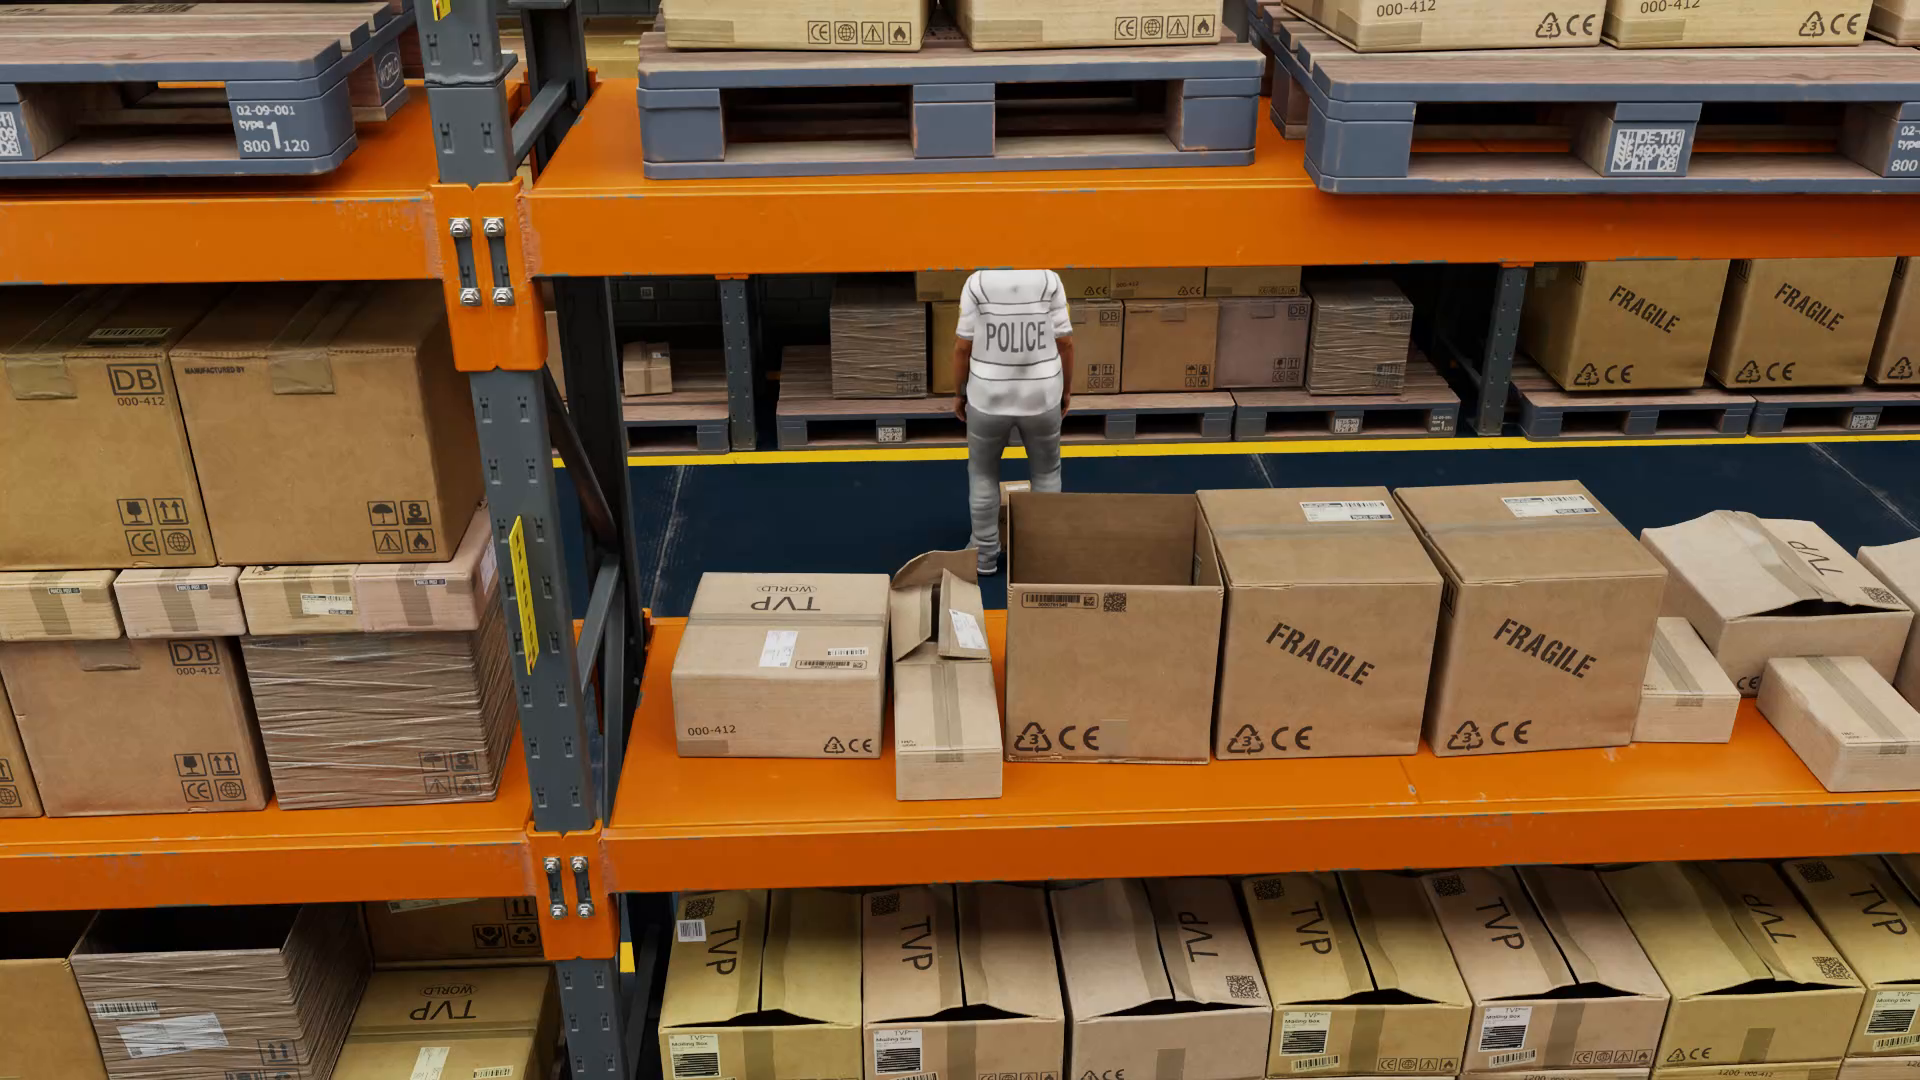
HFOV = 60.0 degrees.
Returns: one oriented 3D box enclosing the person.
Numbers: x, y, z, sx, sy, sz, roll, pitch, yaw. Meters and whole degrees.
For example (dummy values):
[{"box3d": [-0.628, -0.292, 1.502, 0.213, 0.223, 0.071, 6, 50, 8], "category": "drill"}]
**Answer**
[{"box3d": [0.240, -0.635, 7.320, 0.542, 1.666, 0.469, -1, 28, -3], "category": "person"}]
